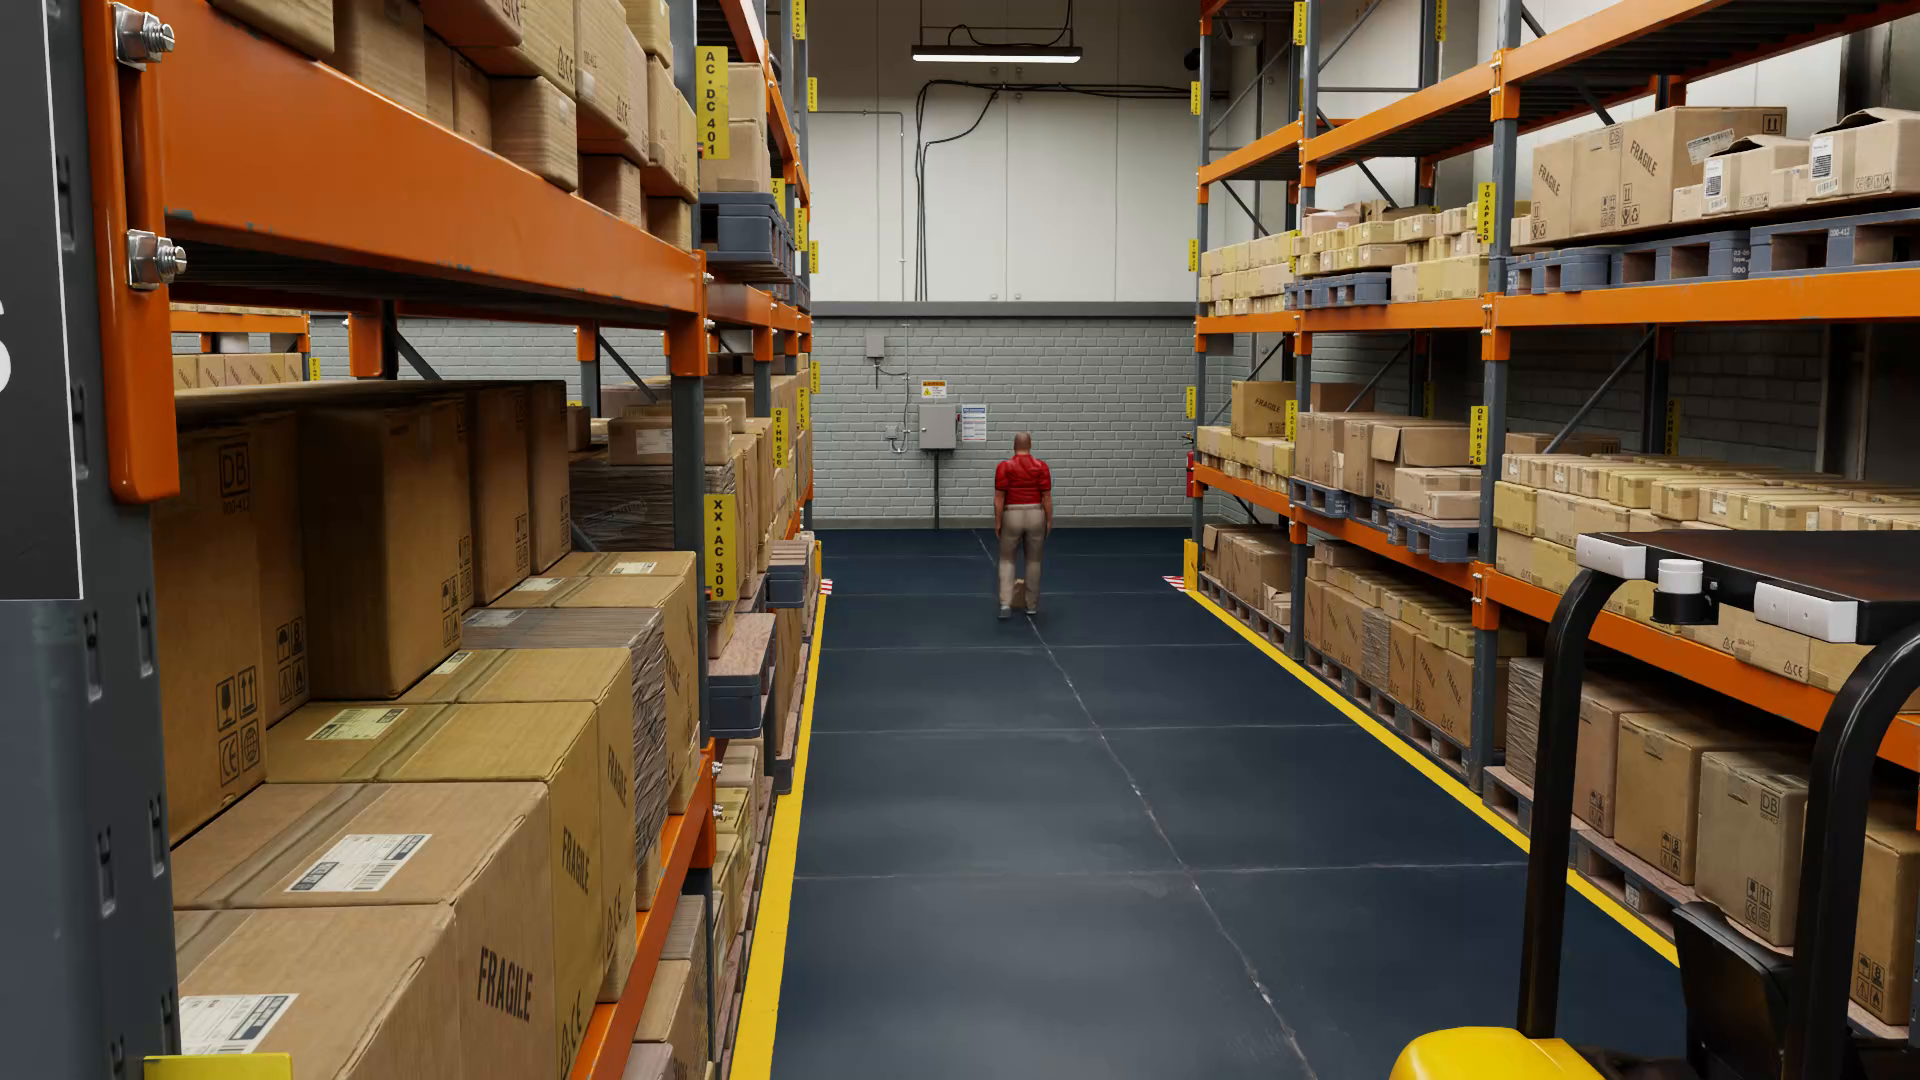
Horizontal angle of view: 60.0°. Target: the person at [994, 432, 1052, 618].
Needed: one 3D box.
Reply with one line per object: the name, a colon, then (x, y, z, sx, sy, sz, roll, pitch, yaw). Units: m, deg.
person: (0.584, -0.115, 15.608, 0.546, 1.806, 0.481, 0, 7, -3)
